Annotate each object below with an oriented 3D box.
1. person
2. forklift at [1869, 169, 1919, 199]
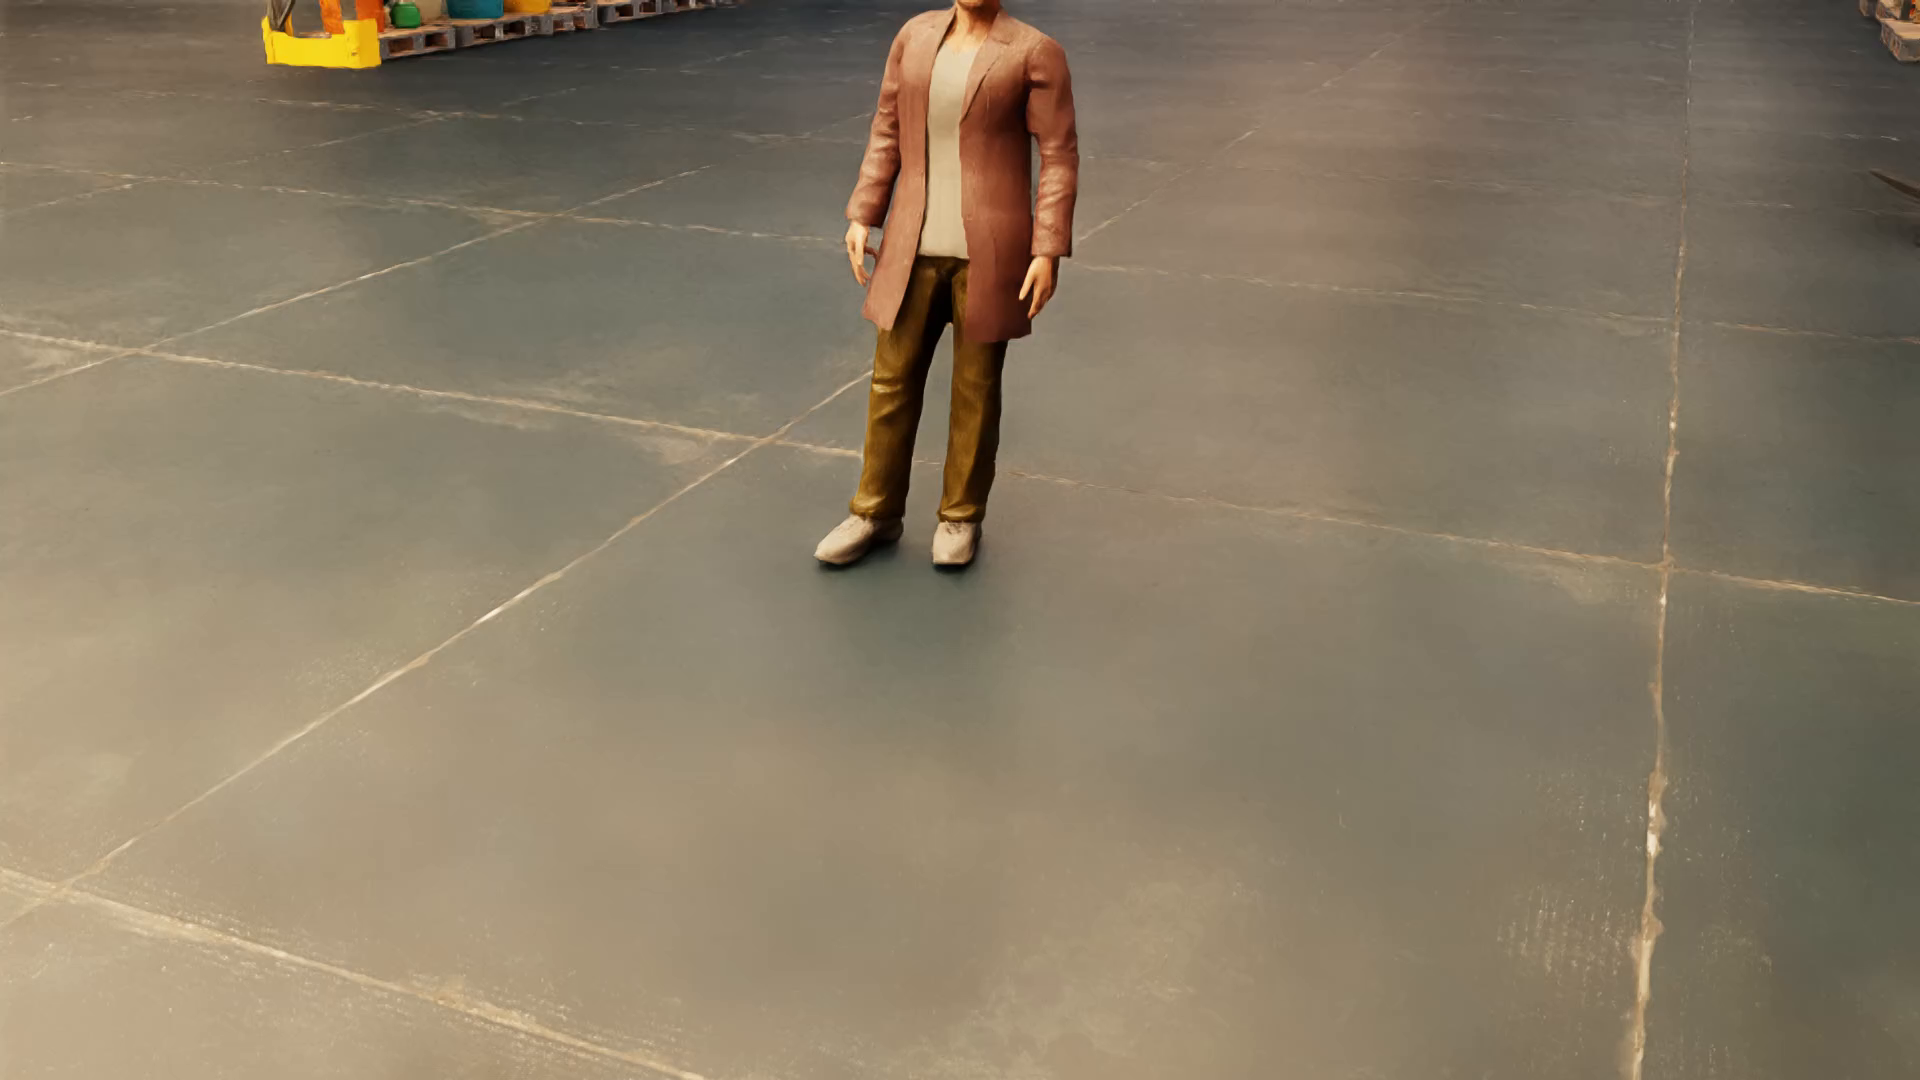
[{"bbox_3d":[-0.039,-0.795,4.671,0.694,1.776,0.580,9,24,21],"label":"person"},{"bbox_3d":[5.560,-2.714,7.786,1.130,2.935,3.031,1,23,2],"label":"forklift"}]
